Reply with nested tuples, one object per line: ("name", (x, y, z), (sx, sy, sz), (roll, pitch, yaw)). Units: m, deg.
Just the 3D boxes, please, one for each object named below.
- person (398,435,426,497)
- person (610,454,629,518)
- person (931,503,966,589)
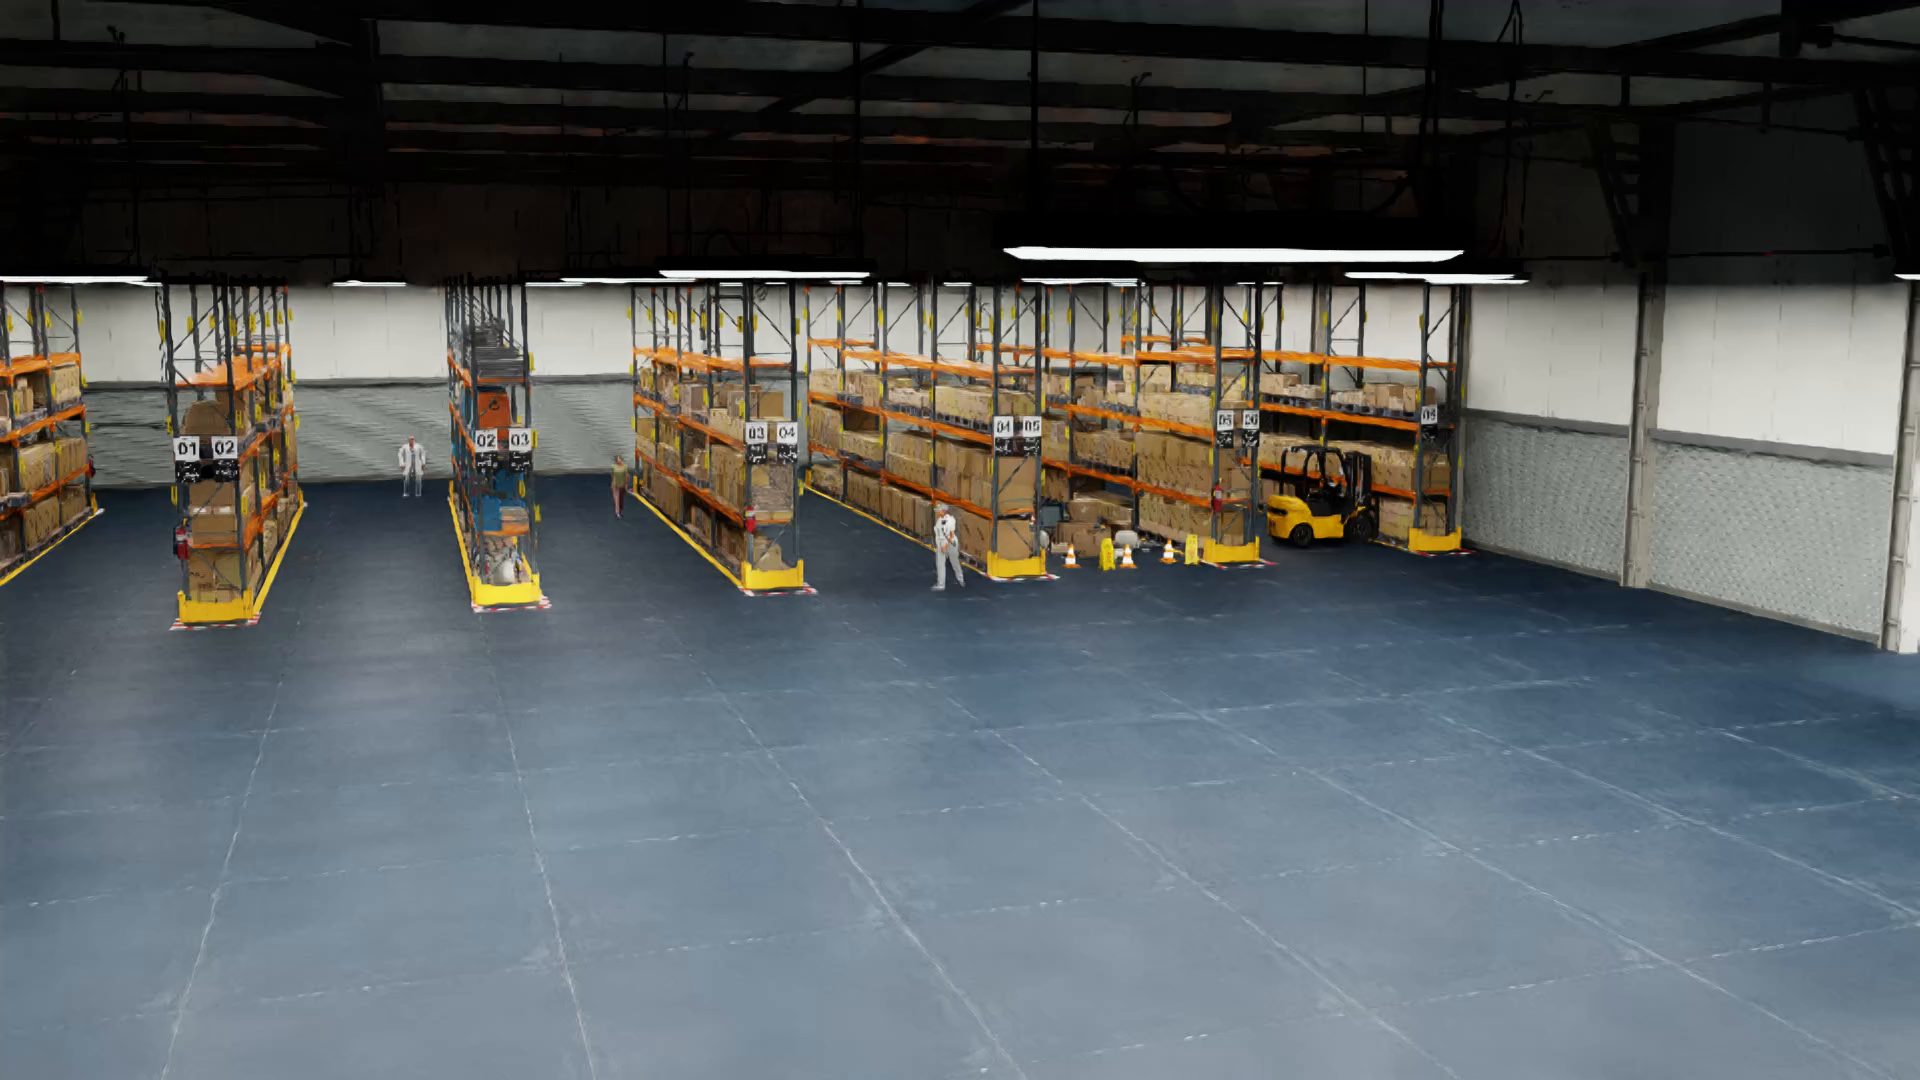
("person", (-15.078, -2.029, 45.786), (0.729, 1.733, 0.546), (-3, 9, -19))
("person", (-8.547, -1.383, 41.841), (0.445, 1.591, 1.110), (-3, 9, -20))
("person", (-0.224, 0.102, 31.966), (0.518, 1.648, 0.685), (8, 12, 44))
